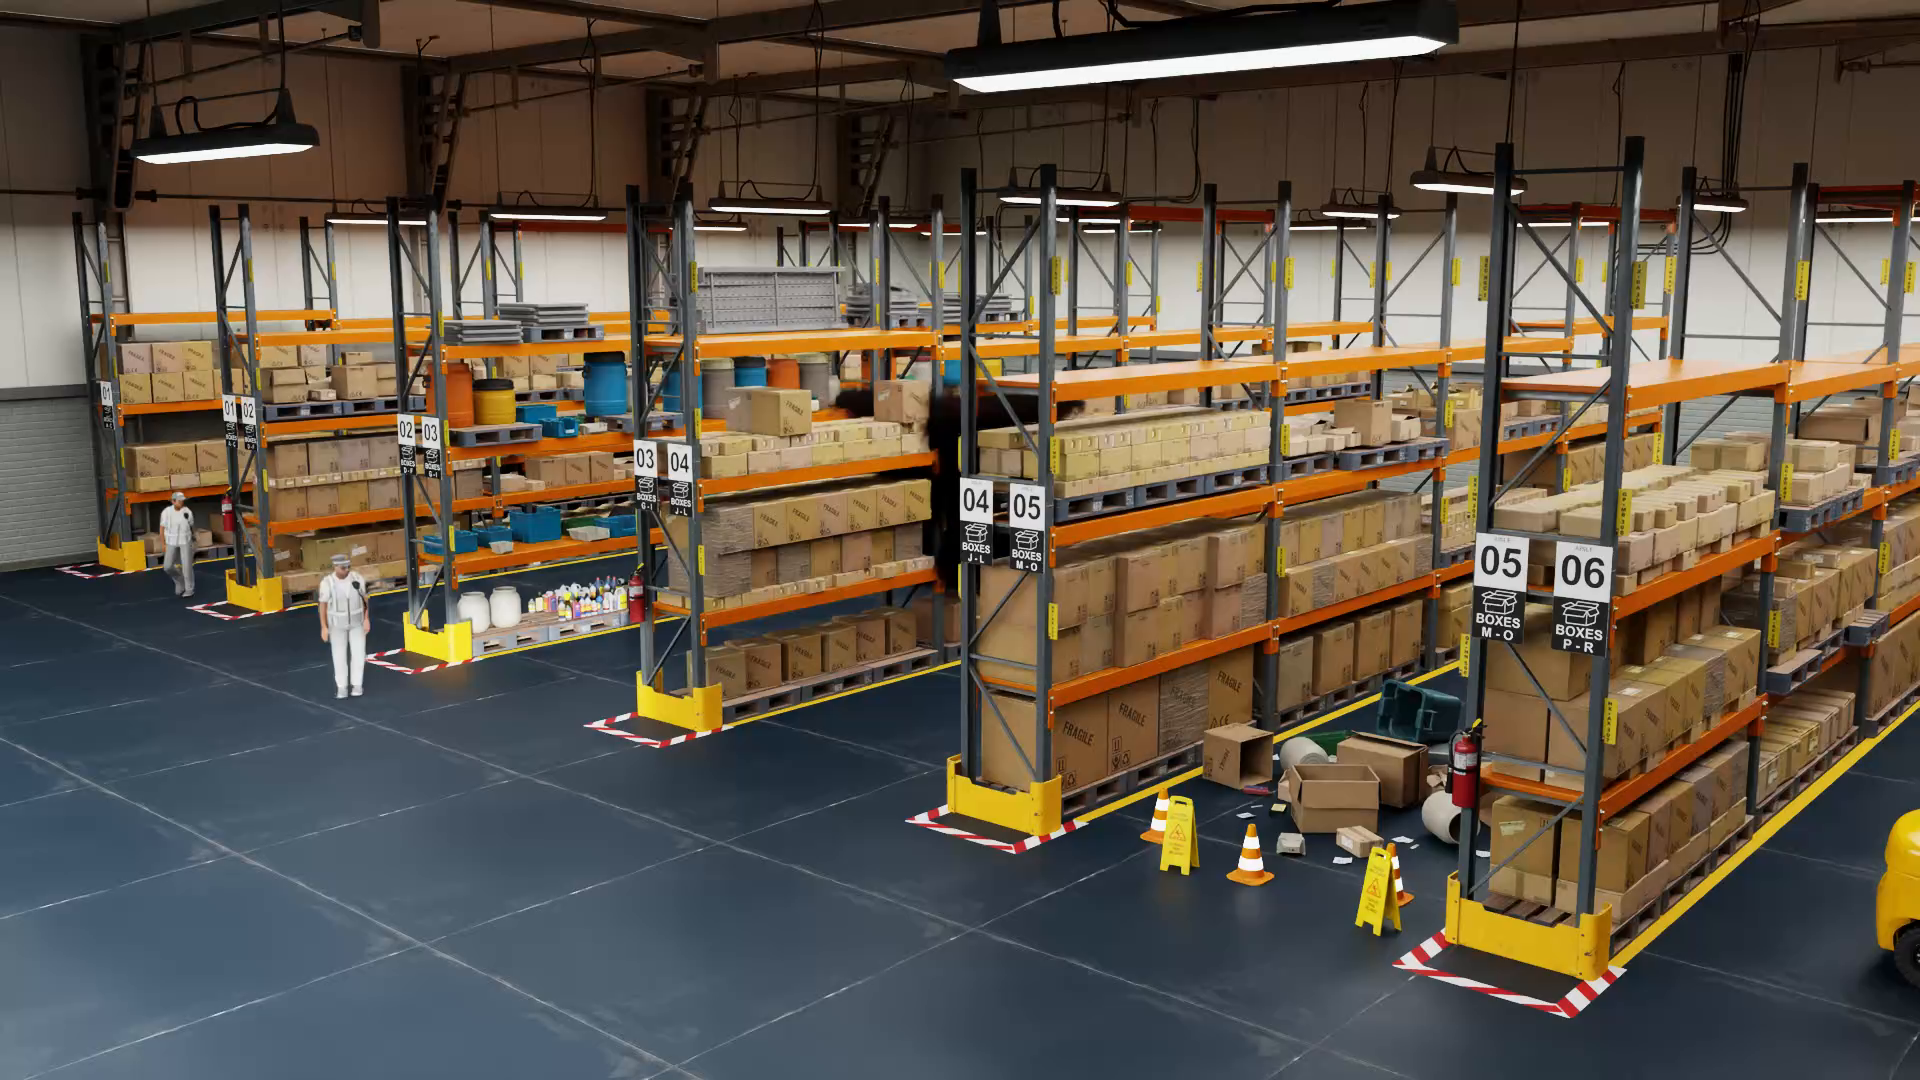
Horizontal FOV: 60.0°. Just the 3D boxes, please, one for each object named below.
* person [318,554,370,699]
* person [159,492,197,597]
[{"bbox_3d":[-7.381,1.017,19.953,0.576,1.758,0.433,-6,11,-32],"label":"person"},{"bbox_3d":[-12.146,0.064,25.875,0.522,1.646,0.476,-1,10,-8],"label":"person"}]
